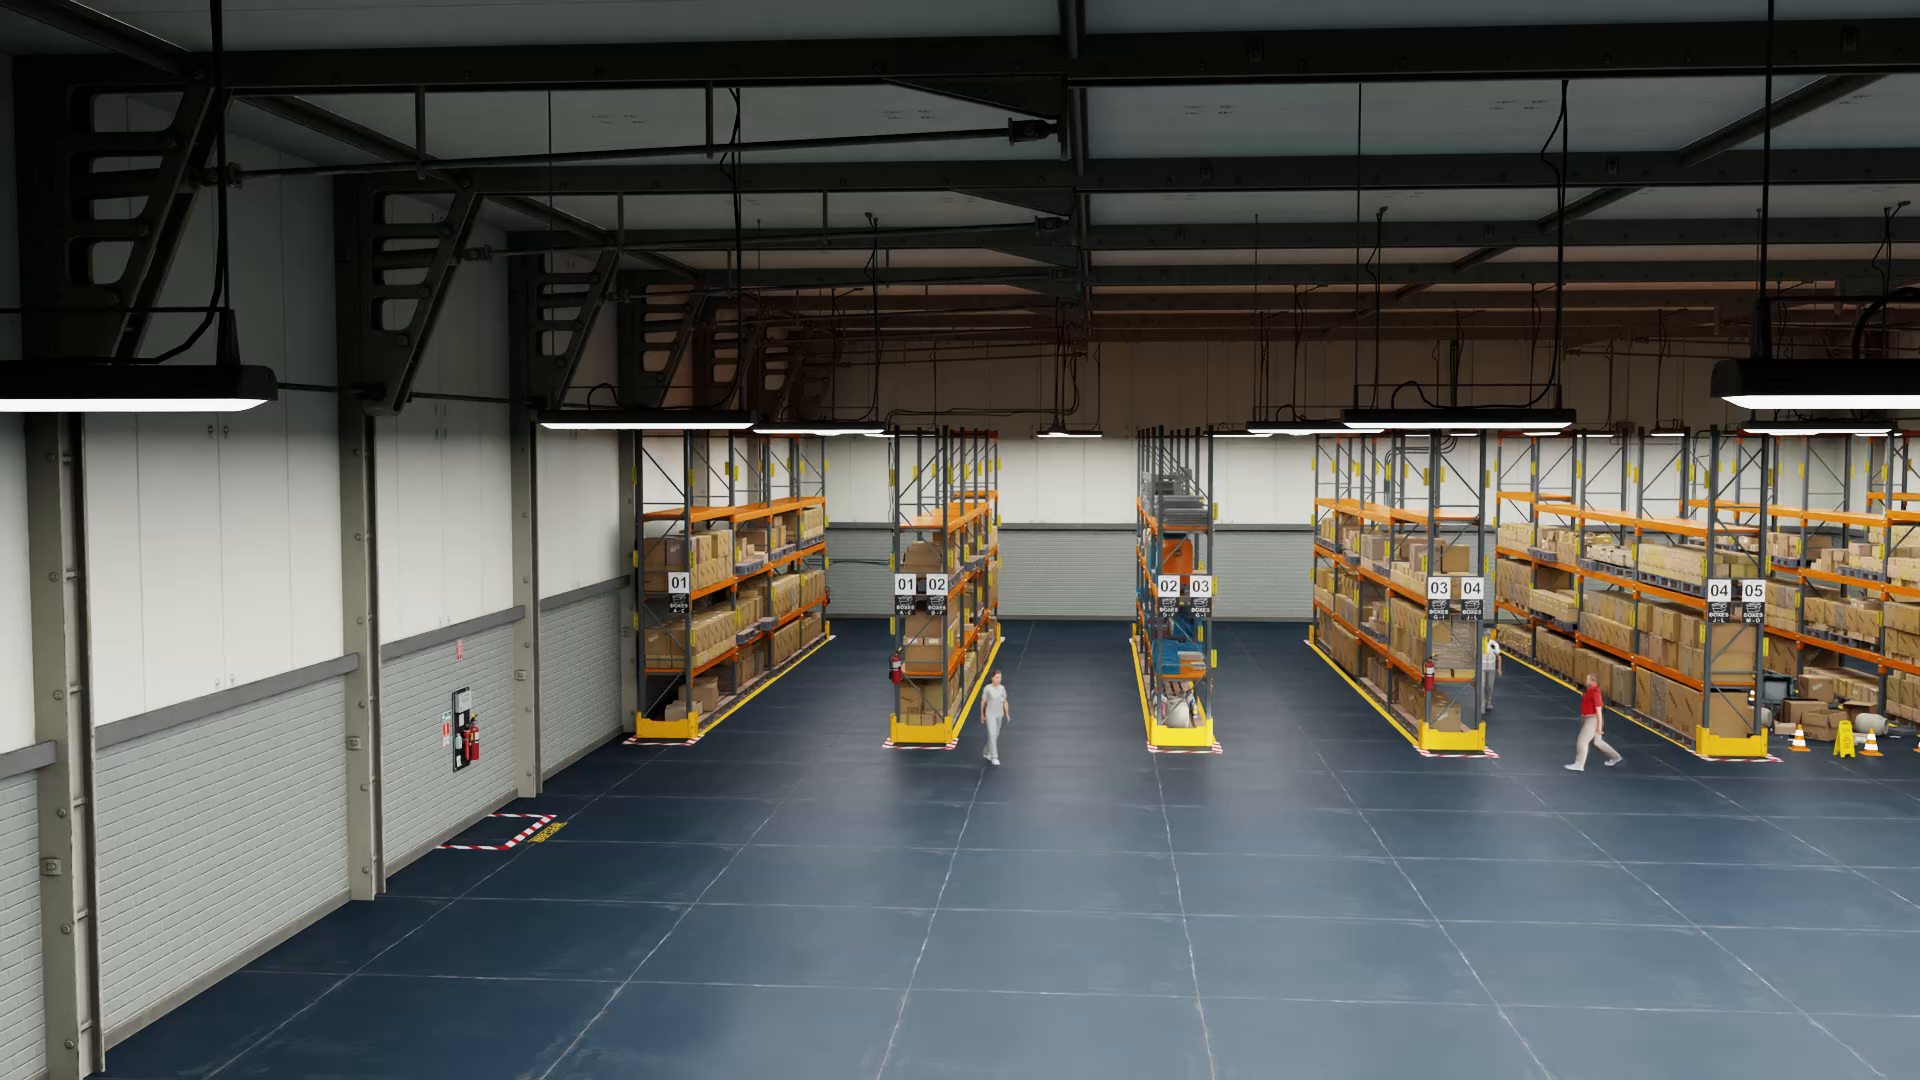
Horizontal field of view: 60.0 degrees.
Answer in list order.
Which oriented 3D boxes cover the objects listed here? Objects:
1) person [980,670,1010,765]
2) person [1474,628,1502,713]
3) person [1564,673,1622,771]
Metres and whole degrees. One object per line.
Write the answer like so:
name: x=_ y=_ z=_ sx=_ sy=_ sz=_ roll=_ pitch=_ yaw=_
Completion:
person: x=0.627 y=3.121 z=29.440 sx=0.492 sy=1.631 sz=0.878 roll=-2 pitch=4 yaw=-32
person: x=11.129 y=2.751 z=35.148 sx=0.598 sy=1.792 sz=0.657 roll=0 pitch=3 yaw=7
person: x=10.970 y=3.142 z=28.741 sx=1.019 sy=1.682 sz=0.539 roll=0 pitch=3 yaw=6
